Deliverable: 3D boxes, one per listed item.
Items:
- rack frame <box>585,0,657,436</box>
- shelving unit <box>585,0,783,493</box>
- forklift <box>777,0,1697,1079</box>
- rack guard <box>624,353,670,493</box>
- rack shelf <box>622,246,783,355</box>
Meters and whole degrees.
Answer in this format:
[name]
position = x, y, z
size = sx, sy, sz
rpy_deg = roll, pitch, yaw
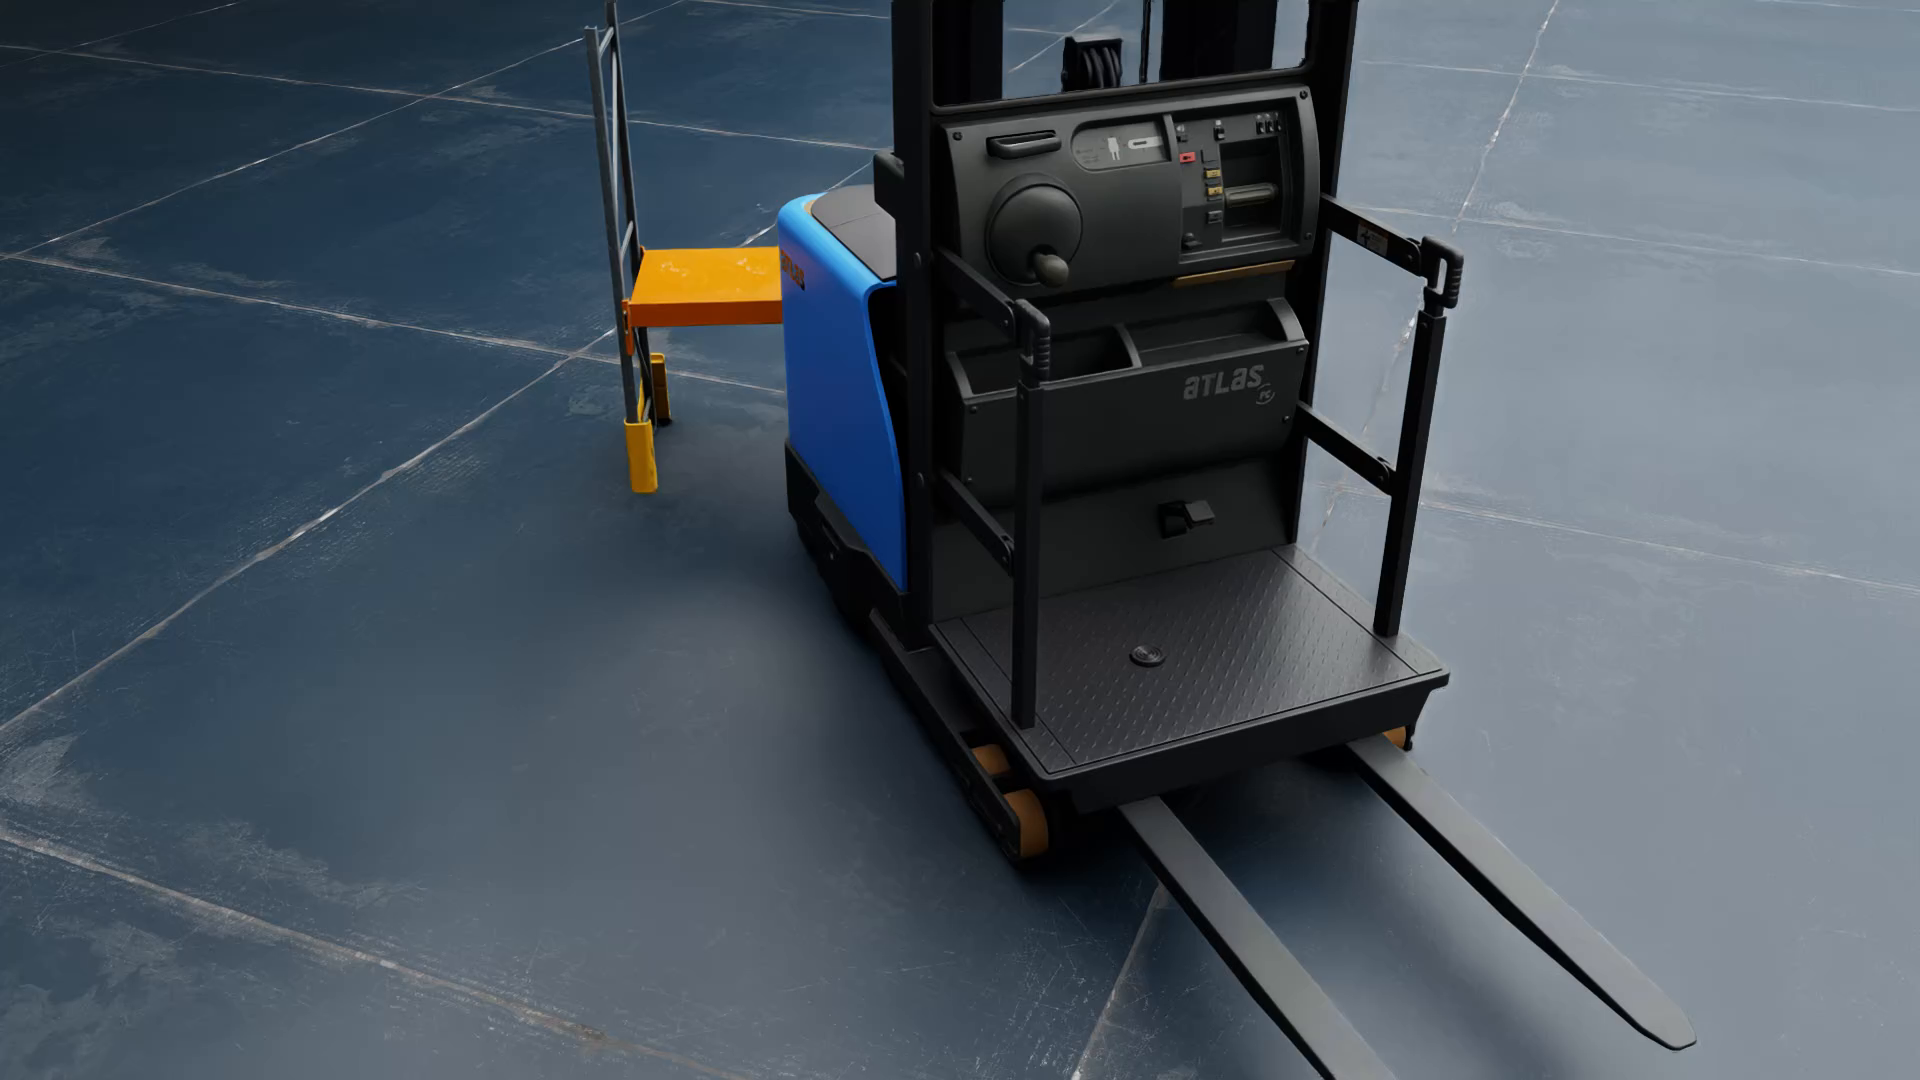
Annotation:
[rack frame]
position = -1.092, -0.954, 5.414
size = 0.032, 1.500, 0.500
rpy_deg = -2, 30, -3
[shelving unit]
position = -0.576, -0.971, 5.445
size = 1.083, 1.500, 0.587
rpy_deg = -2, 30, -3
[forklift]
position = 0.494, -0.762, 3.619
size = 1.130, 2.935, 3.031
rpy_deg = -12, 32, -20
[rack guard]
position = -1.073, -0.411, 5.723
size = 0.087, 0.250, 0.587
rpy_deg = -2, 30, -3
[rack shelf]
position = -0.585, -0.815, 5.533
size = 1.000, 0.185, 0.538
rpy_deg = -2, 30, -3
